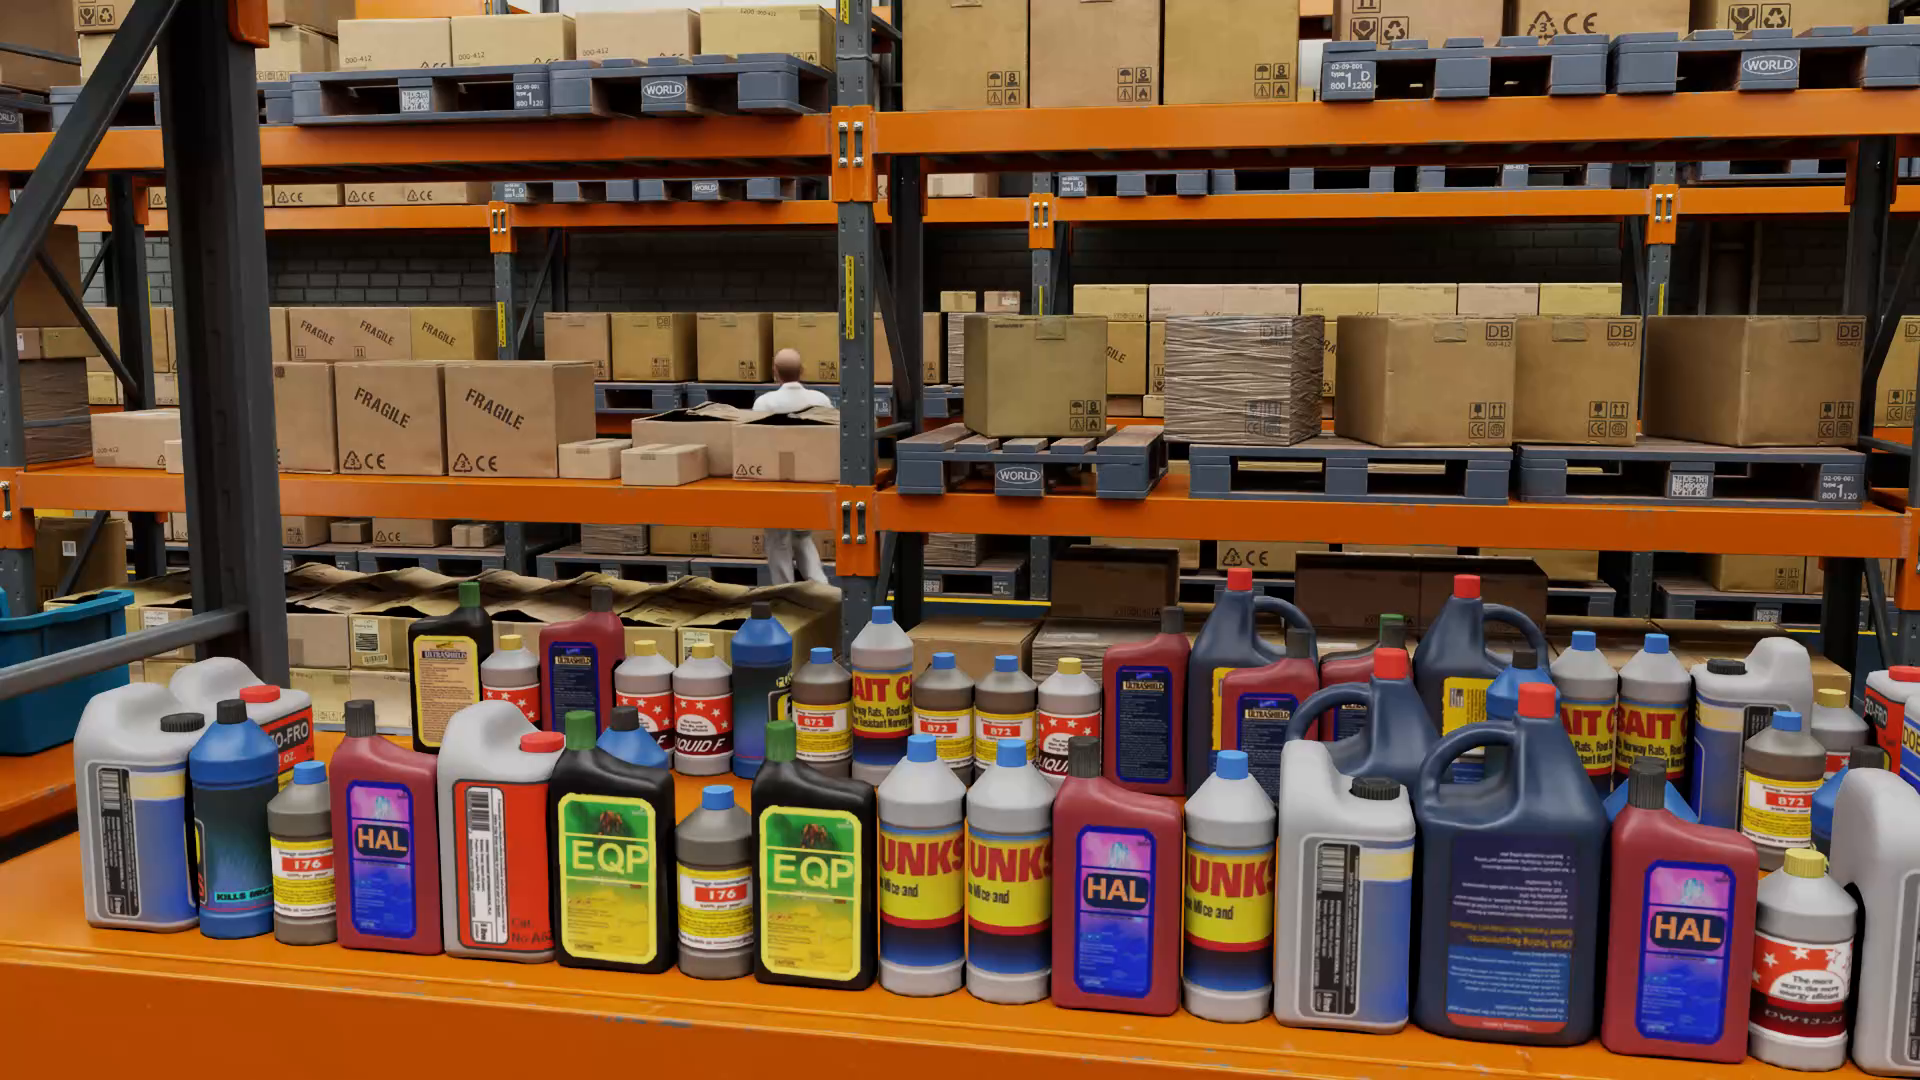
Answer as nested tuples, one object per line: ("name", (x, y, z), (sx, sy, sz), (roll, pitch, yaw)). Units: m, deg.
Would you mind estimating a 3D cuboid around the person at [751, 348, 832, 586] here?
("person", (-1.070, -0.316, 10.463), (0.594, 1.767, 0.559), (-5, 9, -30))
